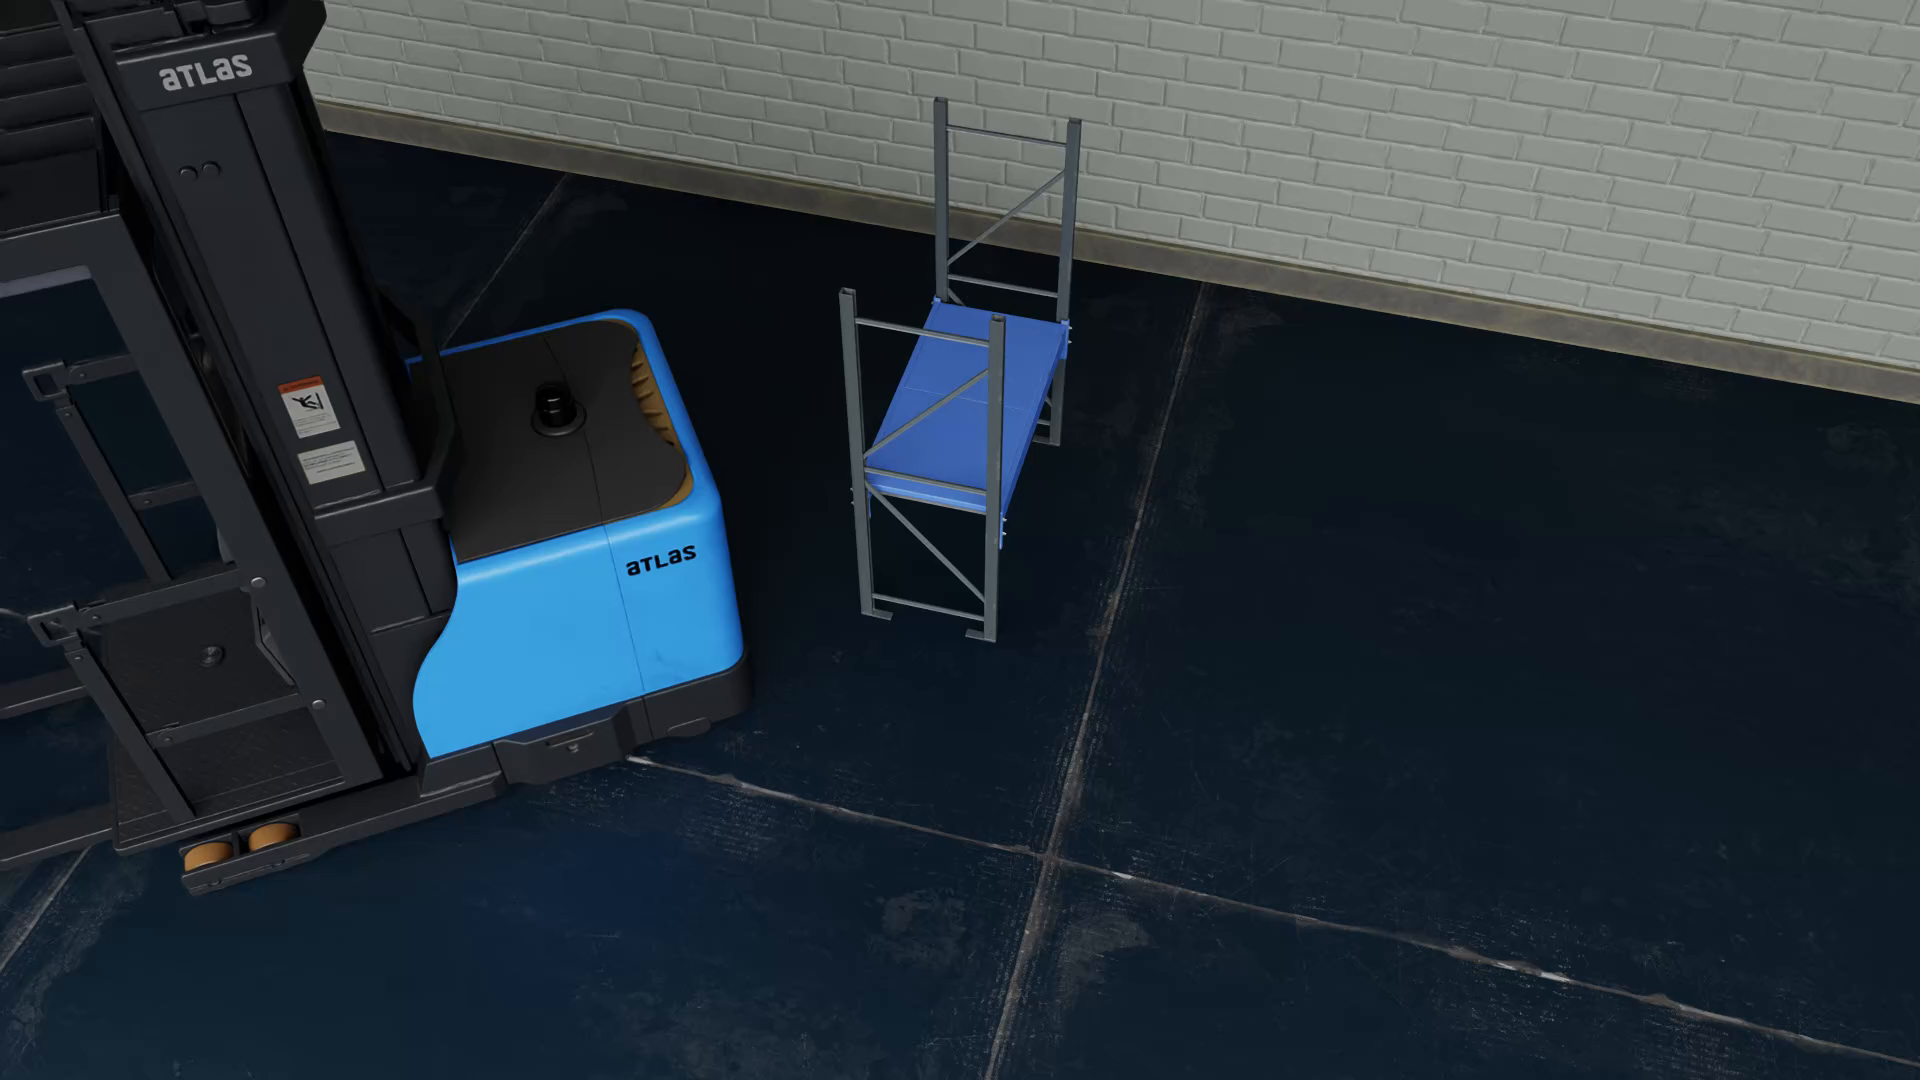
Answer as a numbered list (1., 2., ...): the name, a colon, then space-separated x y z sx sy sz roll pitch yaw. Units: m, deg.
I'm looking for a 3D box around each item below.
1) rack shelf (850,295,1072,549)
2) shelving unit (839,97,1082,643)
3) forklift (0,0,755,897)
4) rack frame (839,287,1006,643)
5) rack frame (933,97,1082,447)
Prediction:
1. rack shelf: 0.022 -0.439 5.877 0.538 0.185 1.000 12 50 10
2. shelving unit: 0.022 -0.558 5.742 0.538 1.500 1.048 12 50 10
3. forklift: -2.273 -0.311 4.570 3.031 2.935 1.130 -16 51 -14
4. rack frame: -0.111 -0.190 5.418 0.500 1.500 0.032 12 50 10
5. rack frame: 0.156 -0.926 6.067 0.500 1.500 0.032 12 50 10
